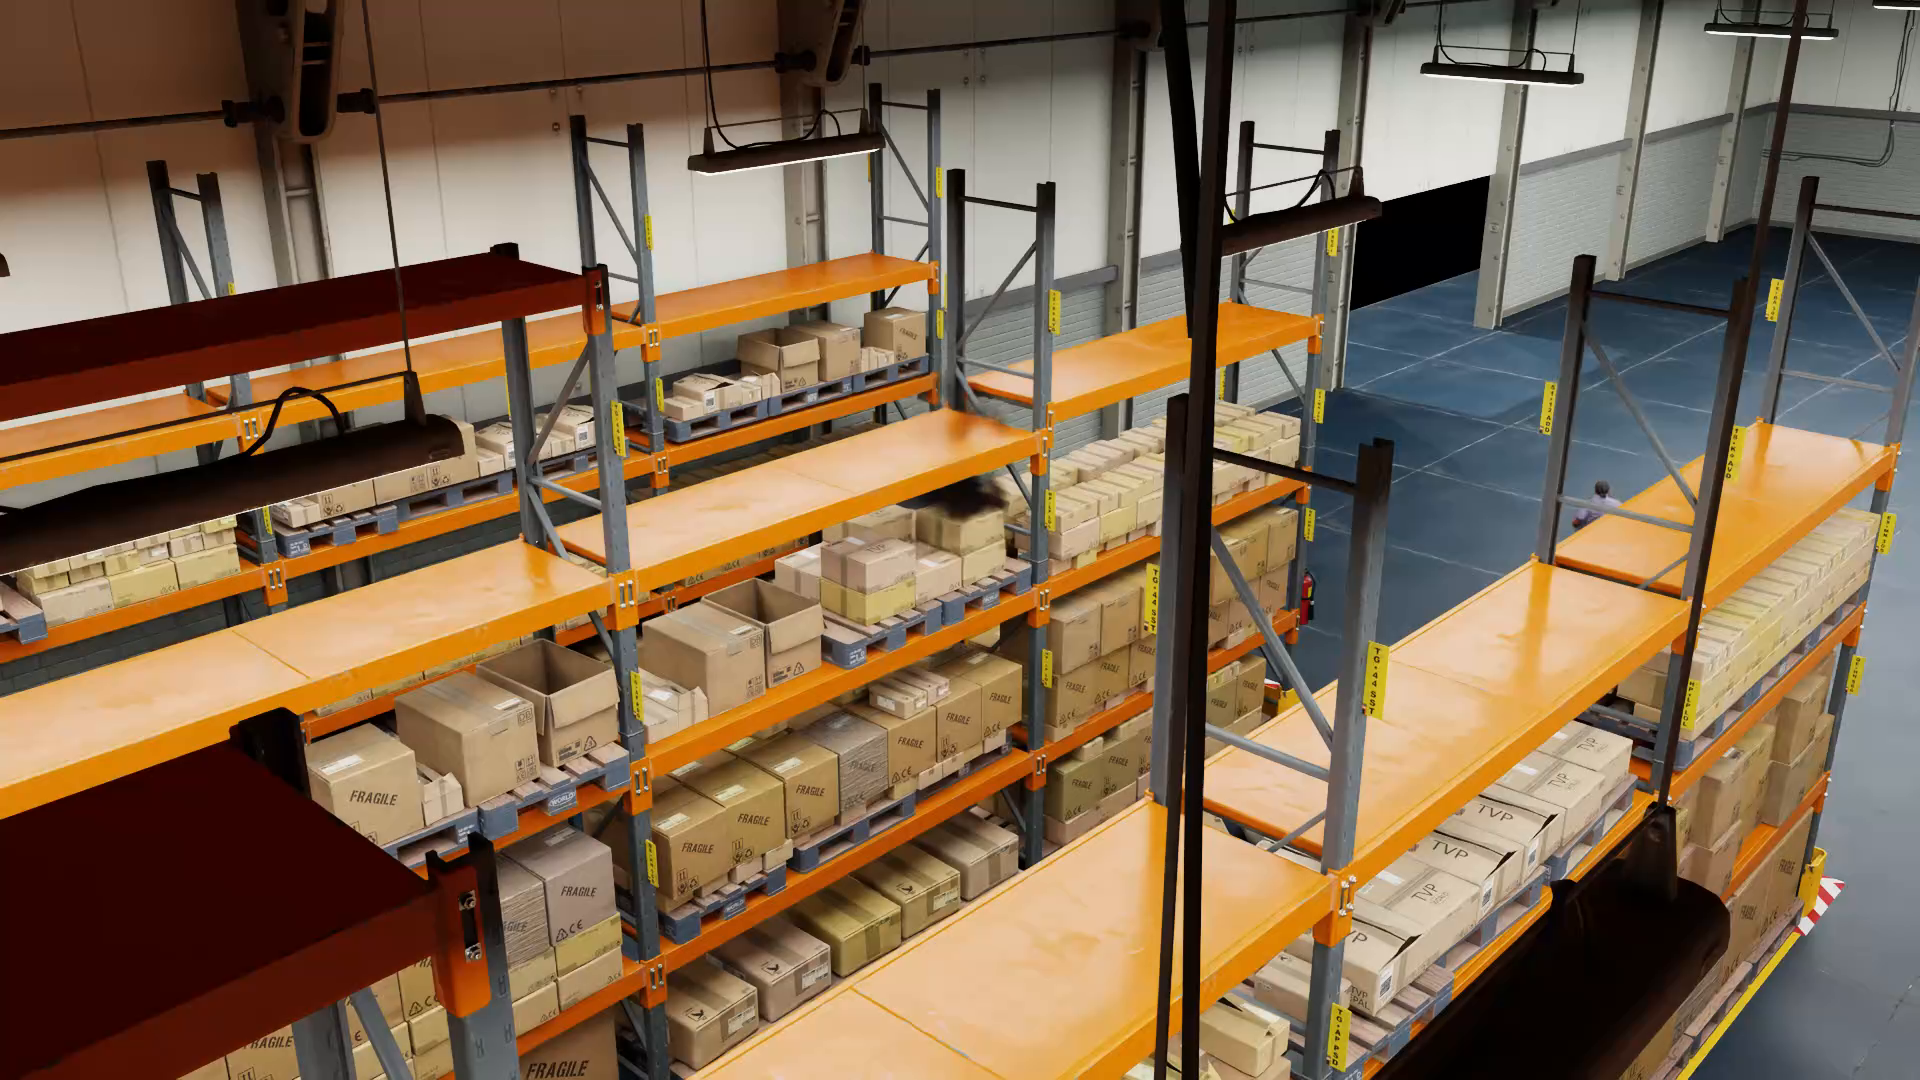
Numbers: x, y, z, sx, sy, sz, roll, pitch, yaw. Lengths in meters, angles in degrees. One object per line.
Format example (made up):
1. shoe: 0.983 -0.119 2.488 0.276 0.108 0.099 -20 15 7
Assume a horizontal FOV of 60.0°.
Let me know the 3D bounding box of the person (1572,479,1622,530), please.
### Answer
1. person: 7.537 0.042 19.728 0.634 1.604 0.559 1 21 4
